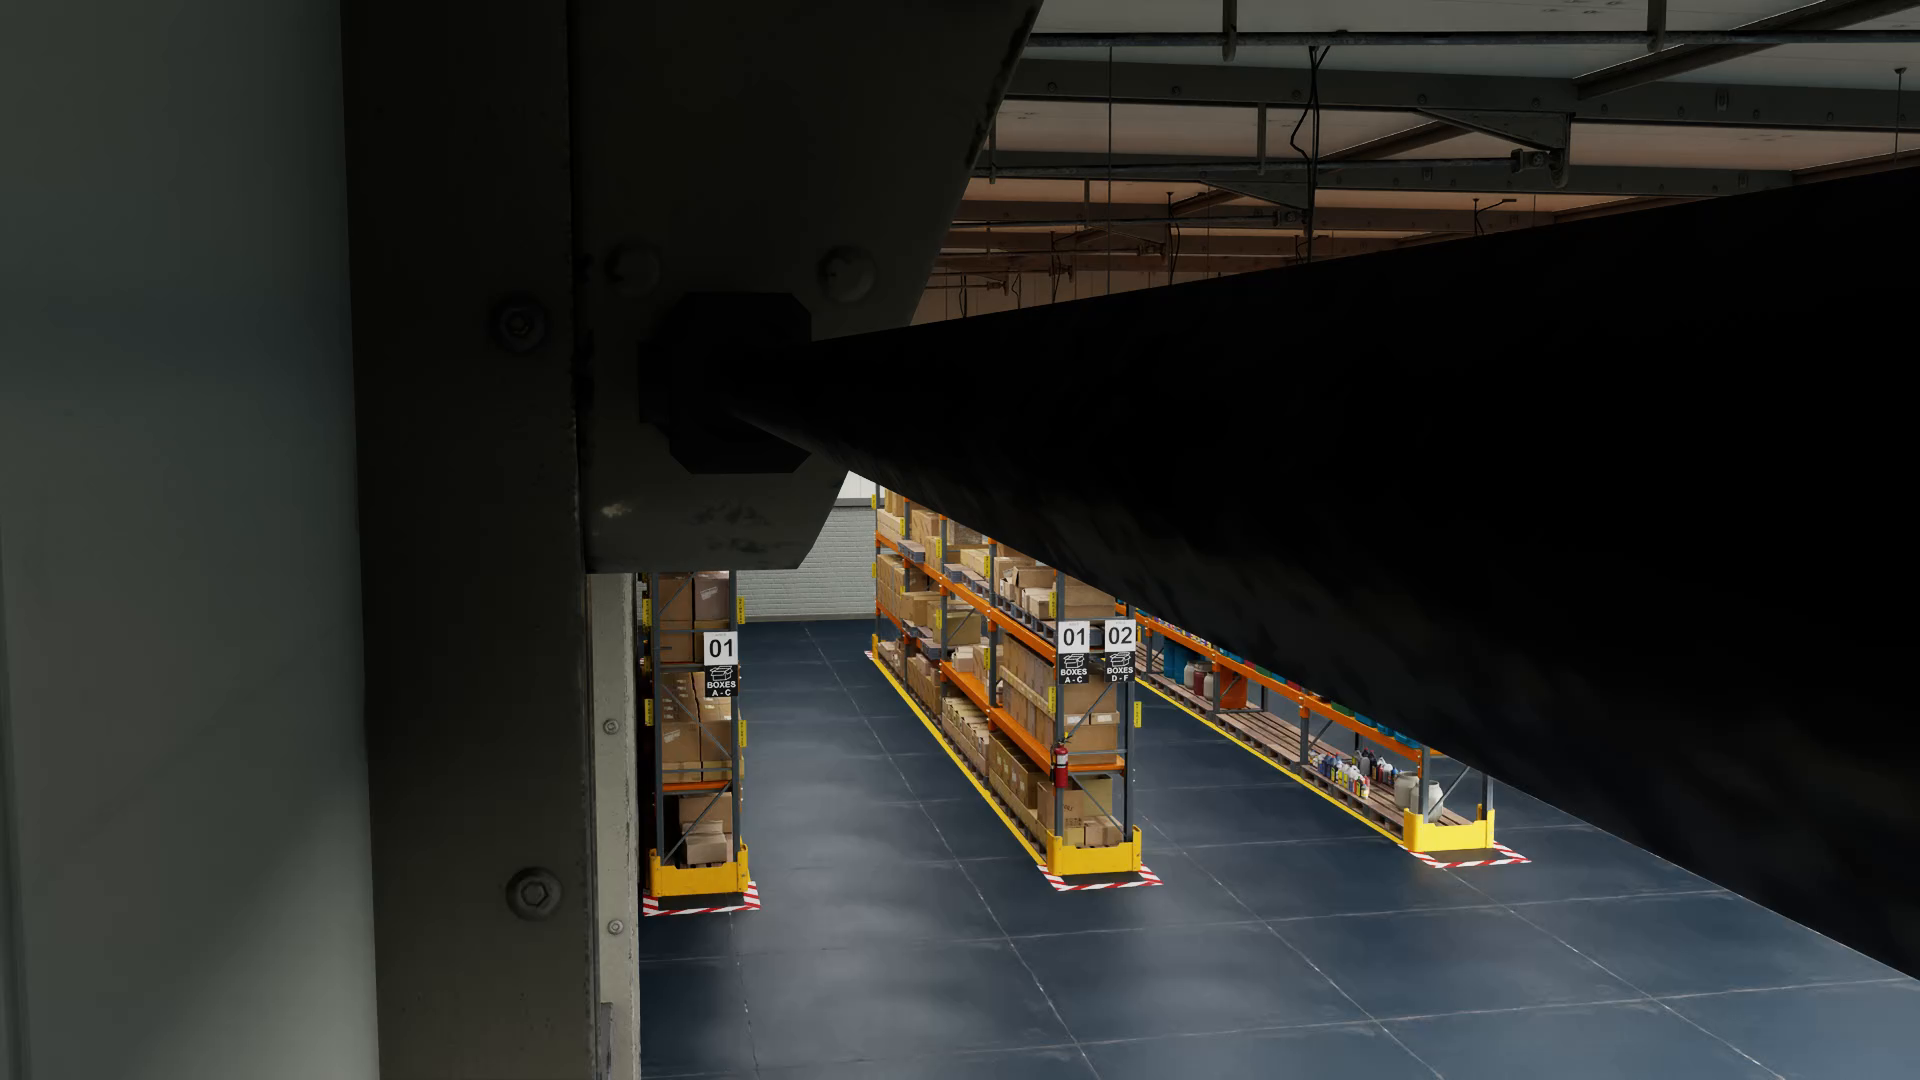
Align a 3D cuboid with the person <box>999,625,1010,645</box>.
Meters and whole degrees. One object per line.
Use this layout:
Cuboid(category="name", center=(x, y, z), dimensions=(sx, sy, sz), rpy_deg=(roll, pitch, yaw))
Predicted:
Cuboid(category="person", center=(0.966, 1.897, 35.105), dimensions=(0.554, 1.745, 0.808), rpy_deg=(-3, 6, -25))
